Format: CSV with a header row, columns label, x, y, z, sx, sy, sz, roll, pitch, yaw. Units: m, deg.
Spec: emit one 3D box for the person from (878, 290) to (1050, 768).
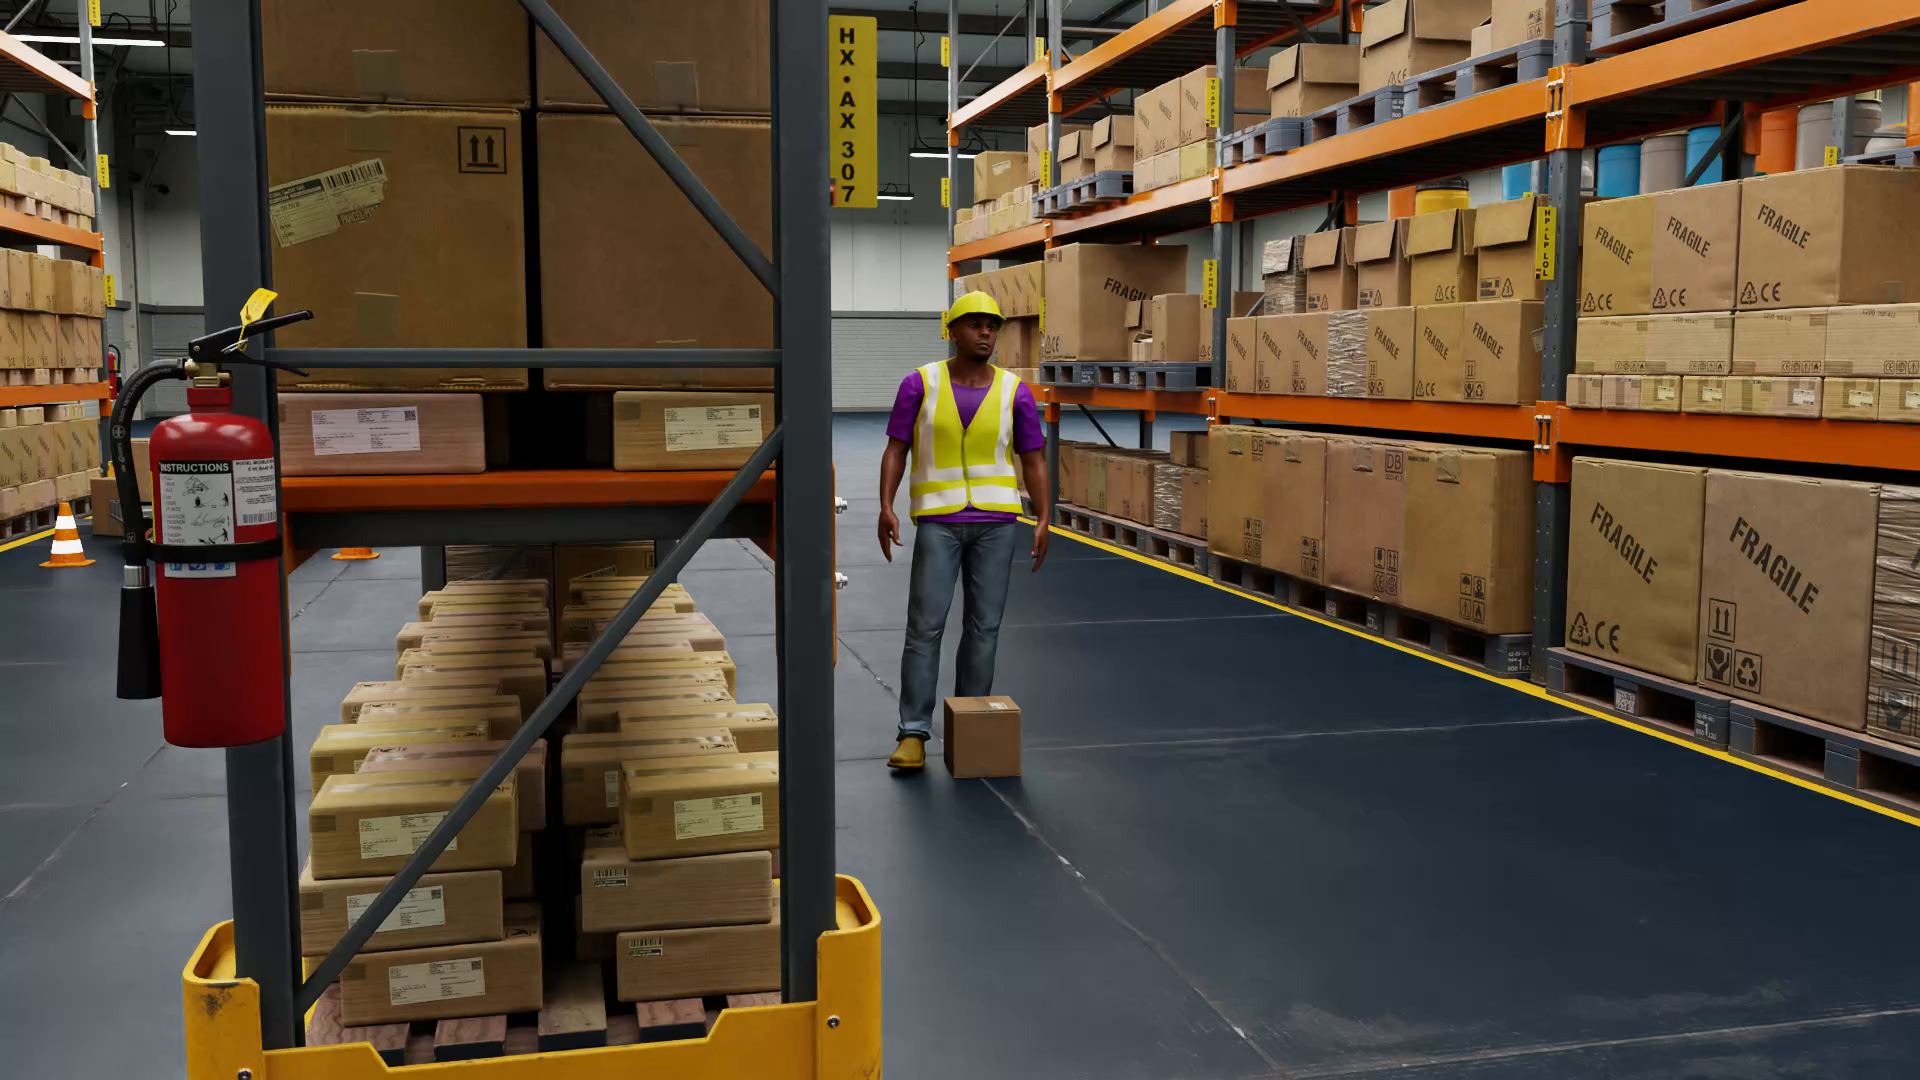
label,x,y,z,sx,sy,sz,roll,pitch,yaw
person,0.026,-0.055,6.270,0.665,1.767,0.576,-1,6,-7
